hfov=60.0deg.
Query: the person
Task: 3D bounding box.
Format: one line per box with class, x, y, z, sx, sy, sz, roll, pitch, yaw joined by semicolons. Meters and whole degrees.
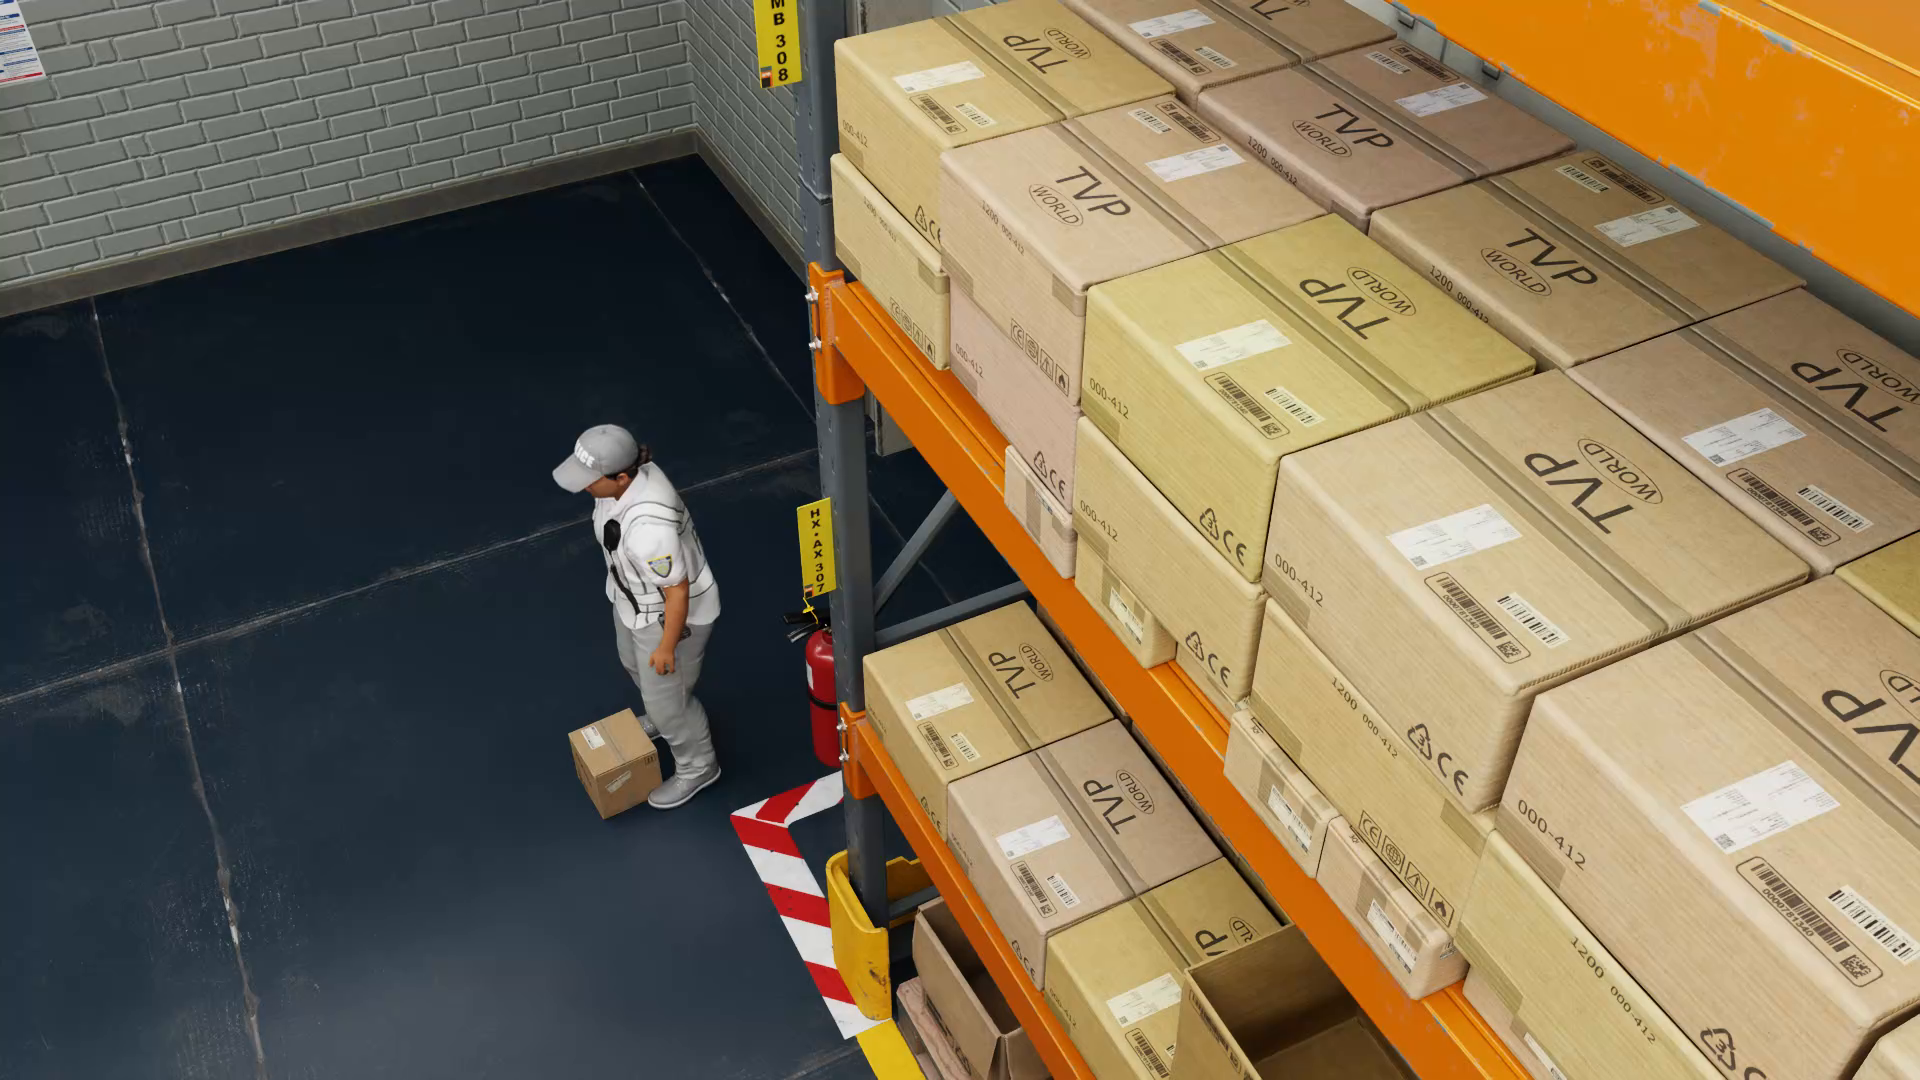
person;-1.103;0.241;5.881;0.466;1.667;0.540;-19;45;-20
